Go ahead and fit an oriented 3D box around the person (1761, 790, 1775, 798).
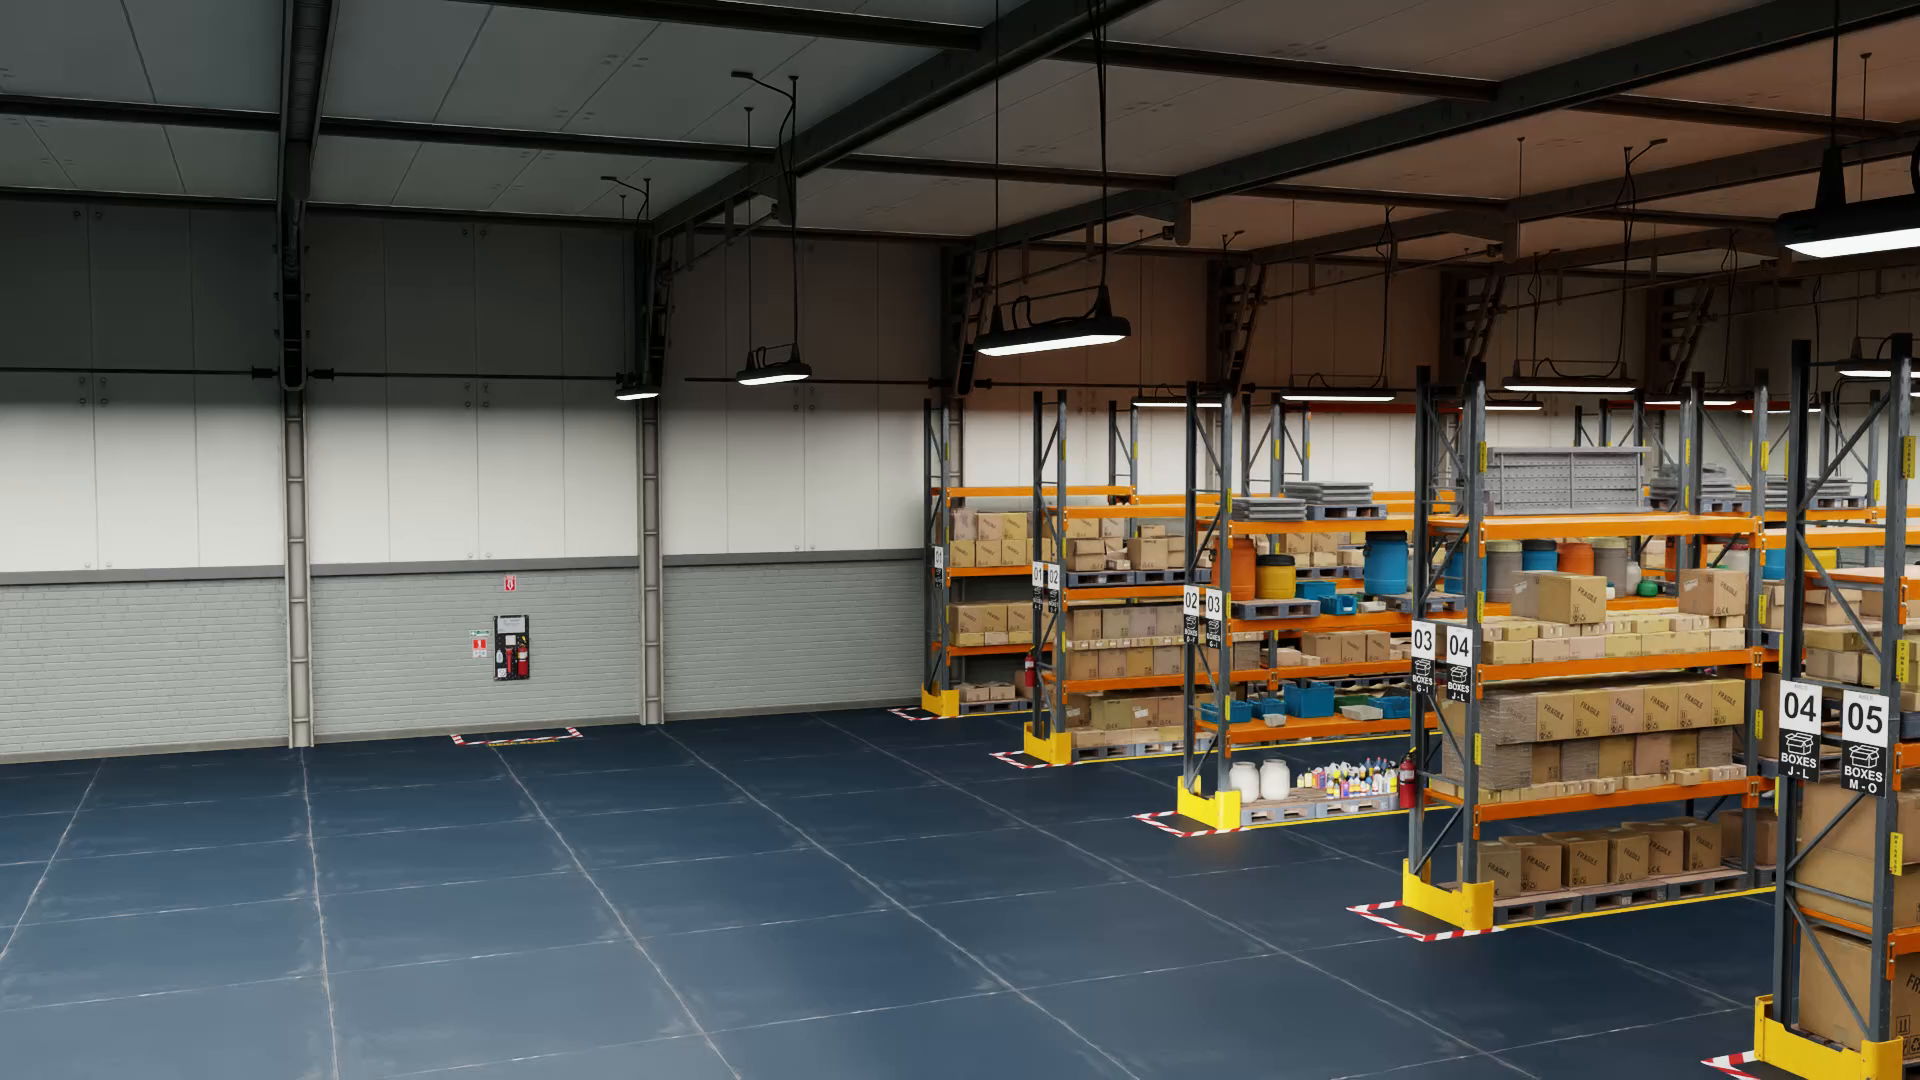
[{"bbox_3d":[11.941,2.895,24.233,0.989,1.637,0.512,-2,4,-33],"label":"person"}]
